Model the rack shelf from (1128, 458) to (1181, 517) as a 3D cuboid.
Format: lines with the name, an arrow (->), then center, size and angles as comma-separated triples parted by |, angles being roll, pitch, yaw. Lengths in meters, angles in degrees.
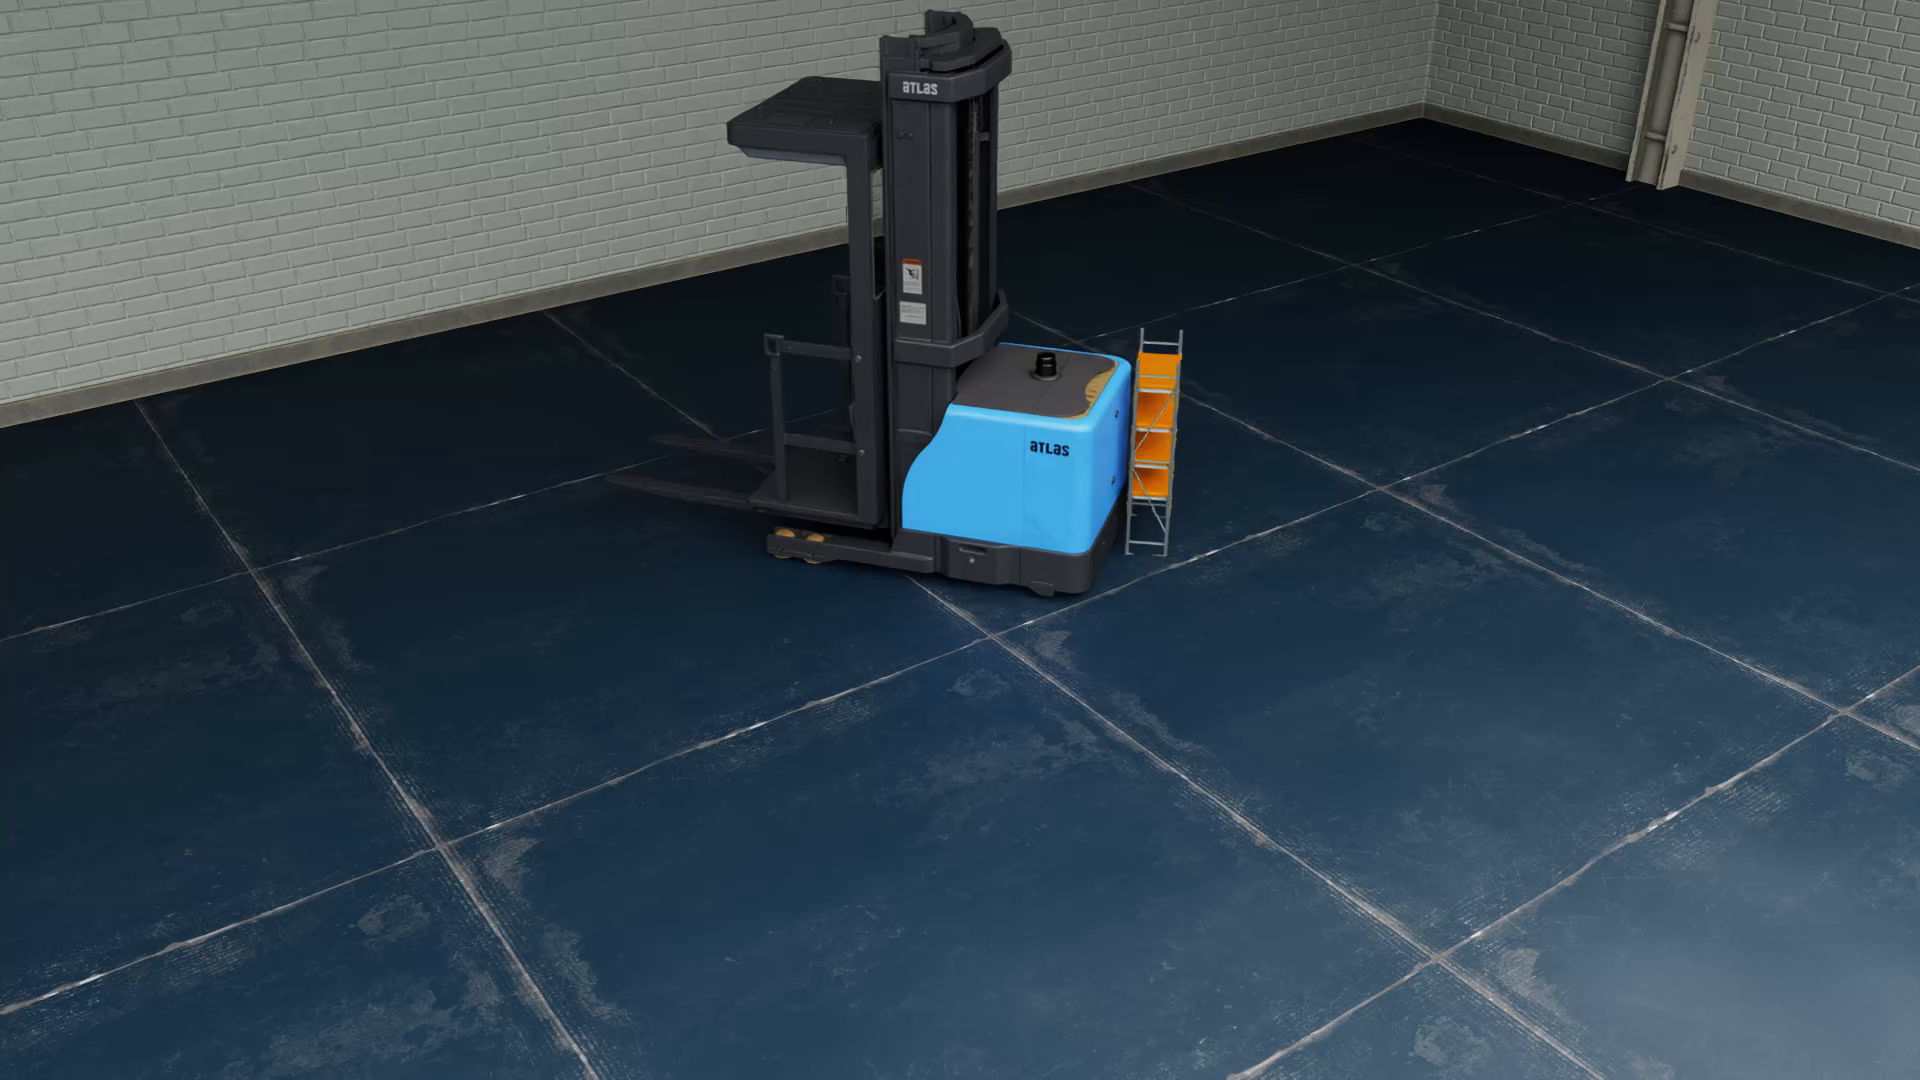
rack shelf -> 1.129, -0.324, 9.636 | 0.258, 0.148, 0.480 | 7, 29, 9

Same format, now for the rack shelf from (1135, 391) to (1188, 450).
rack shelf -> 1.143, -0.694, 9.432 | 0.258, 0.148, 0.480 | 7, 29, 9

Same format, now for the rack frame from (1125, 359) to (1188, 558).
rack frame -> 1.092, -0.442, 9.297 | 0.240, 1.200, 0.015 | 7, 29, 9

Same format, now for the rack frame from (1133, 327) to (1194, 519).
rack frame -> 1.184, -0.671, 9.719 | 0.240, 1.200, 0.015 | 7, 29, 9

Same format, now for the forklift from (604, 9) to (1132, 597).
forklift -> -0.592, -1.380, 9.220 | 3.031, 2.935, 1.130 | 9, 30, 16

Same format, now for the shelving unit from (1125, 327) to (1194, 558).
shelving unit -> 1.138, -0.557, 9.508 | 0.258, 1.200, 0.503 | 7, 29, 9

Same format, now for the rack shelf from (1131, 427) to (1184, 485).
rack shelf -> 1.136, -0.498, 9.540 | 0.258, 0.148, 0.480 | 7, 29, 9

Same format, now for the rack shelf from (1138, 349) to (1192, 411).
rack shelf -> 1.151, -0.900, 9.318 | 0.258, 0.148, 0.480 | 7, 29, 9

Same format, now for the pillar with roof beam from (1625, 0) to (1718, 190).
pillar with roof beam -> 3.213, -6.235, 11.801 | 9.100, 9.000, 0.400 | -19, 34, -31
